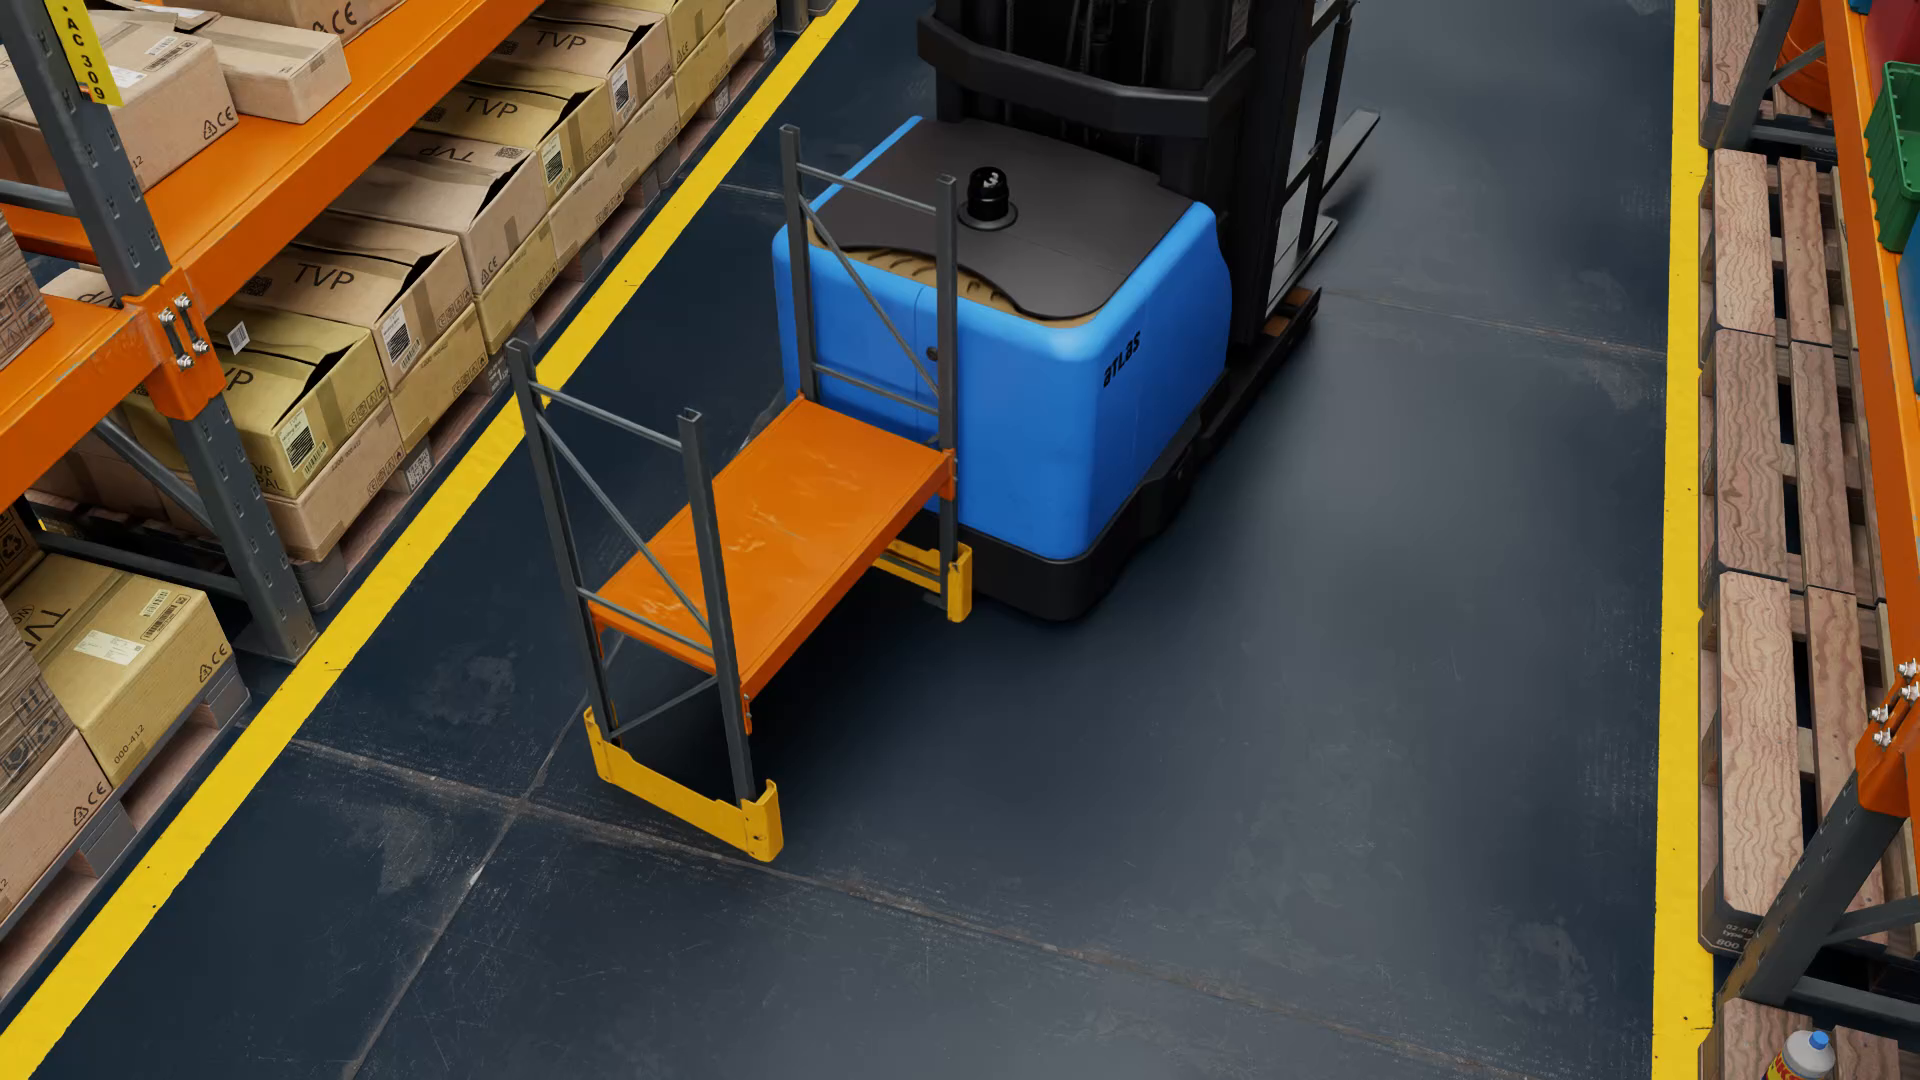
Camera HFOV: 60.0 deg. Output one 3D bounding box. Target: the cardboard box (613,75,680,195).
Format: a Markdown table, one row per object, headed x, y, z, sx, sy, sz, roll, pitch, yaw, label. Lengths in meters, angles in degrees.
| x | y | z | sx | sy | sz | roll | pitch | yaw | label |
| --- | --- | --- | --- | --- | --- | --- | --- | --- | --- |
| -1.425 | -1.603 | 6.409 | 0.500 | 0.250 | 0.500 | 14 | 46 | 13 | cardboard box |

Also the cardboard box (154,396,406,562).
| x | y | z | sx | sy | sz | roll | pitch | yaw | label |
| --- | --- | --- | --- | --- | --- | --- | --- | --- | --- |
| -2.043 | -0.234 | 5.010 | 0.500 | 0.250 | 0.500 | 12 | 46 | 12 | cardboard box |

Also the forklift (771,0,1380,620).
| x | y | z | sx | sy | sz | roll | pitch | yaw | label |
| --- | --- | --- | --- | --- | --- | --- | --- | --- | --- |
| 0.641 | -1.830 | 5.024 | 1.130 | 2.935 | 3.031 | 22 | 49 | 21 | forklift |

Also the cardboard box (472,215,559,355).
| x | y | z | sx | sy | sz | roll | pitch | yaw | label |
| --- | --- | --- | --- | --- | --- | --- | --- | --- | --- |
| -1.733 | -0.921 | 5.712 | 0.500 | 0.250 | 0.500 | 11 | 45 | 11 | cardboard box |

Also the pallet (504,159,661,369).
| x | y | z | sx | sy | sz | roll | pitch | yaw | label |
| --- | --- | --- | --- | --- | --- | --- | --- | --- | --- |
| -1.848 | -1.169 | 6.294 | 1.003 | 0.211 | 1.213 | 13 | 46 | 13 | pallet |

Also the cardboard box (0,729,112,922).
| x | y | z | sx | sy | sz | roll | pitch | yaw | label |
| --- | --- | --- | --- | --- | --- | --- | --- | --- | --- |
| -2.494 | 0.669 | 4.088 | 0.500 | 0.250 | 0.500 | 13 | 46 | 13 | cardboard box |

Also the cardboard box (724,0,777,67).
| x | y | z | sx | sy | sz | roll | pitch | yaw | label |
| --- | --- | --- | --- | --- | --- | --- | --- | --- | --- |
| -1.117 | -2.282 | 7.103 | 0.500 | 0.250 | 0.500 | 14 | 46 | 13 | cardboard box |

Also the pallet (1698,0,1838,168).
| x | y | z | sx | sy | sz | roll | pitch | yaw | label |
| --- | --- | --- | --- | --- | --- | --- | --- | --- | --- |
| 3.729 | -2.003 | 7.146 | 1.003 | 0.211 | 1.213 | 13 | 46 | 13 | pallet |

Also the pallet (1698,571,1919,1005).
| x | y | z | sx | sy | sz | roll | pitch | yaw | label |
| --- | --- | --- | --- | --- | --- | --- | --- | --- | --- |
| 2.519 | 0.666 | 4.418 | 1.003 | 0.211 | 1.213 | 13 | 46 | 13 | pallet |

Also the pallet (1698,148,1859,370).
| x | y | z | sx | sy | sz | roll | pitch | yaw | label |
| --- | --- | --- | --- | --- | --- | --- | --- | --- | --- |
| 3.258 | -0.960 | 6.081 | 1.003 | 0.211 | 1.213 | 13 | 46 | 13 | pallet |

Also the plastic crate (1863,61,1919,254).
| x | y | z | sx | sy | sz | roll | pitch | yaw | label |
| --- | --- | --- | --- | --- | --- | --- | --- | --- | --- |
| 2.577 | -0.944 | 4.221 | 0.450 | 0.188 | 0.662 | 13 | 46 | 13 | plastic crate |

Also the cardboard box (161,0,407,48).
| x | y | z | sx | sy | sz | roll | pitch | yaw | label |
| --- | --- | --- | --- | --- | --- | --- | --- | --- | --- |
| -1.994 | -1.746 | 4.818 | 0.500 | 0.500 | 0.500 | 16 | 47 | 15 | cardboard box |

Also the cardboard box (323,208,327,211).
| x | y | z | sx | sy | sz | roll | pitch | yaw | label |
| --- | --- | --- | --- | --- | --- | --- | --- | --- | --- |
| -2.247 | -1.229 | 5.626 | 0.500 | 0.311 | 0.500 | 12 | 46 | 12 | cardboard box |

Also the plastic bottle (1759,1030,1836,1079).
| x | y | z | sx | sy | sz | roll | pitch | yaw | label |
| --- | --- | --- | --- | --- | --- | --- | --- | --- | --- |
| 1.804 | 1.138 | 3.578 | 0.097 | 0.271 | 0.097 | 0 | 44 | 0 | plastic bottle |

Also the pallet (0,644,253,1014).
| x | y | z | sx | sy | sz | roll | pitch | yaw | label |
| --- | --- | --- | --- | --- | --- | --- | --- | --- | --- |
| -2.682 | 0.667 | 4.417 | 1.003 | 0.211 | 1.213 | 13 | 46 | 13 | pallet |

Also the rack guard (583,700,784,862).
| x | y | z | sx | sy | sz | roll | pitch | yaw | label |
| --- | --- | --- | --- | --- | --- | --- | --- | --- | --- |
| -0.734 | 0.637 | 4.421 | 0.587 | 0.250 | 0.087 | 22 | 49 | 21 | rack guard |

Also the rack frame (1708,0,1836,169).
| x | y | z | sx | sy | sz | roll | pitch | yaw | label |
| --- | --- | --- | --- | --- | --- | --- | --- | --- | --- |
| 3.529 | -2.465 | 5.625 | 1.000 | 3.000 | 0.127 | 13 | 46 | 13 | rack frame |

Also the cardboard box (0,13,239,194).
| x | y | z | sx | sy | sz | roll | pitch | yaw | label |
| --- | --- | --- | --- | --- | --- | --- | --- | --- | --- |
| -2.294 | -1.134 | 4.372 | 0.500 | 0.250 | 0.500 | 15 | 46 | 15 | cardboard box |

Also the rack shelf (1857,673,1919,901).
| x | y | z | sx | sy | sz | roll | pitch | yaw | label |
| --- | --- | --- | --- | --- | --- | --- | --- | --- | --- |
| 1.712 | 1.791 | 1.789 | 1.077 | 0.370 | 4.000 | 13 | 46 | 13 | rack shelf |

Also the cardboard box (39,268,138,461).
| x | y | z | sx | sy | sz | roll | pitch | yaw | label |
| --- | --- | --- | --- | --- | --- | --- | --- | --- | --- |
| -2.552 | -0.549 | 4.931 | 0.500 | 0.311 | 0.500 | 13 | 46 | 13 | cardboard box |

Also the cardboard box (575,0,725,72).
| x | y | z | sx | sy | sz | roll | pitch | yaw | label |
| --- | --- | --- | --- | --- | --- | --- | --- | --- | --- |
| -1.265 | -2.136 | 6.552 | 0.500 | 0.311 | 0.500 | 12 | 46 | 12 | cardboard box |

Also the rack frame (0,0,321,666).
| x | y | z | sx | sy | sz | roll | pitch | yaw | label |
| --- | --- | --- | --- | --- | --- | --- | --- | --- | --- |
| -2.401 | -0.851 | 3.975 | 1.000 | 3.000 | 0.127 | 13 | 46 | 13 | rack frame |

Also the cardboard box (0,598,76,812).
| x | y | z | sx | sy | sz | roll | pitch | yaw | label |
| --- | --- | --- | --- | --- | --- | --- | --- | --- | --- |
| -2.496 | 0.400 | 3.826 | 0.500 | 0.500 | 0.500 | 13 | 46 | 13 | cardboard box |

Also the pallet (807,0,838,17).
| x | y | z | sx | sy | sz | roll | pitch | yaw | label |
| --- | --- | --- | --- | --- | --- | --- | --- | --- | --- |
| -0.928 | -3.010 | 8.175 | 1.003 | 0.211 | 1.213 | 13 | 46 | 13 | pallet |

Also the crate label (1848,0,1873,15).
| x | y | z | sx | sy | sz | roll | pitch | yaw | label |
| --- | --- | --- | --- | --- | --- | --- | --- | --- | --- |
| 2.971 | -1.873 | 4.994 | 0.502 | 0.435 | 0.616 | 13 | 46 | 13 | crate label |

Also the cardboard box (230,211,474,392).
| x | y | z | sx | sy | sz | roll | pitch | yaw | label |
| --- | --- | --- | --- | --- | --- | --- | --- | --- | --- |
| -1.882 | -0.774 | 5.161 | 0.500 | 0.311 | 0.500 | 12 | 46 | 12 | cardboard box |

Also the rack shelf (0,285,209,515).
| x | y | z | sx | sy | sz | roll | pitch | yaw | label |
| --- | --- | --- | --- | --- | --- | --- | --- | --- | --- |
| -3.007 | 0.740 | 2.864 | 1.077 | 0.370 | 4.000 | 13 | 46 | 13 | rack shelf |

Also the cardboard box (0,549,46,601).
| x | y | z | sx | sy | sz | roll | pitch | yaw | label |
| --- | --- | --- | --- | --- | --- | --- | --- | --- | --- |
| -2.831 | 0.227 | 4.539 | 0.500 | 0.250 | 0.500 | 13 | 46 | 13 | cardboard box |

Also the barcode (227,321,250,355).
| x | y | z | sx | sy | sz | roll | pitch | yaw | label |
| --- | --- | --- | --- | --- | --- | --- | --- | --- | --- |
| -1.927 | -0.539 | 4.443 | 0.001 | 0.075 | 0.075 | 13 | 46 | 13 | barcode |

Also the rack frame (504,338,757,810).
| x | y | z | sx | sy | sz | roll | pitch | yaw | label |
| --- | --- | --- | --- | --- | --- | --- | --- | --- | --- |
| -0.744 | 0.202 | 3.972 | 0.500 | 1.500 | 0.032 | 22 | 49 | 21 | rack frame |

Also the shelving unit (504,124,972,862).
| x | y | z | sx | sy | sz | roll | pitch | yaw | label |
| --- | --- | --- | --- | --- | --- | --- | --- | --- | --- |
| -0.482 | -0.111 | 4.291 | 0.587 | 1.500 | 1.083 | 22 | 49 | 21 | shelving unit |

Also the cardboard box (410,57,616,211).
| x | y | z | sx | sy | sz | roll | pitch | yaw | label |
| --- | --- | --- | --- | --- | --- | --- | --- | --- | --- |
| -1.575 | -1.466 | 5.868 | 0.500 | 0.311 | 0.500 | 14 | 46 | 14 | cardboard box |
